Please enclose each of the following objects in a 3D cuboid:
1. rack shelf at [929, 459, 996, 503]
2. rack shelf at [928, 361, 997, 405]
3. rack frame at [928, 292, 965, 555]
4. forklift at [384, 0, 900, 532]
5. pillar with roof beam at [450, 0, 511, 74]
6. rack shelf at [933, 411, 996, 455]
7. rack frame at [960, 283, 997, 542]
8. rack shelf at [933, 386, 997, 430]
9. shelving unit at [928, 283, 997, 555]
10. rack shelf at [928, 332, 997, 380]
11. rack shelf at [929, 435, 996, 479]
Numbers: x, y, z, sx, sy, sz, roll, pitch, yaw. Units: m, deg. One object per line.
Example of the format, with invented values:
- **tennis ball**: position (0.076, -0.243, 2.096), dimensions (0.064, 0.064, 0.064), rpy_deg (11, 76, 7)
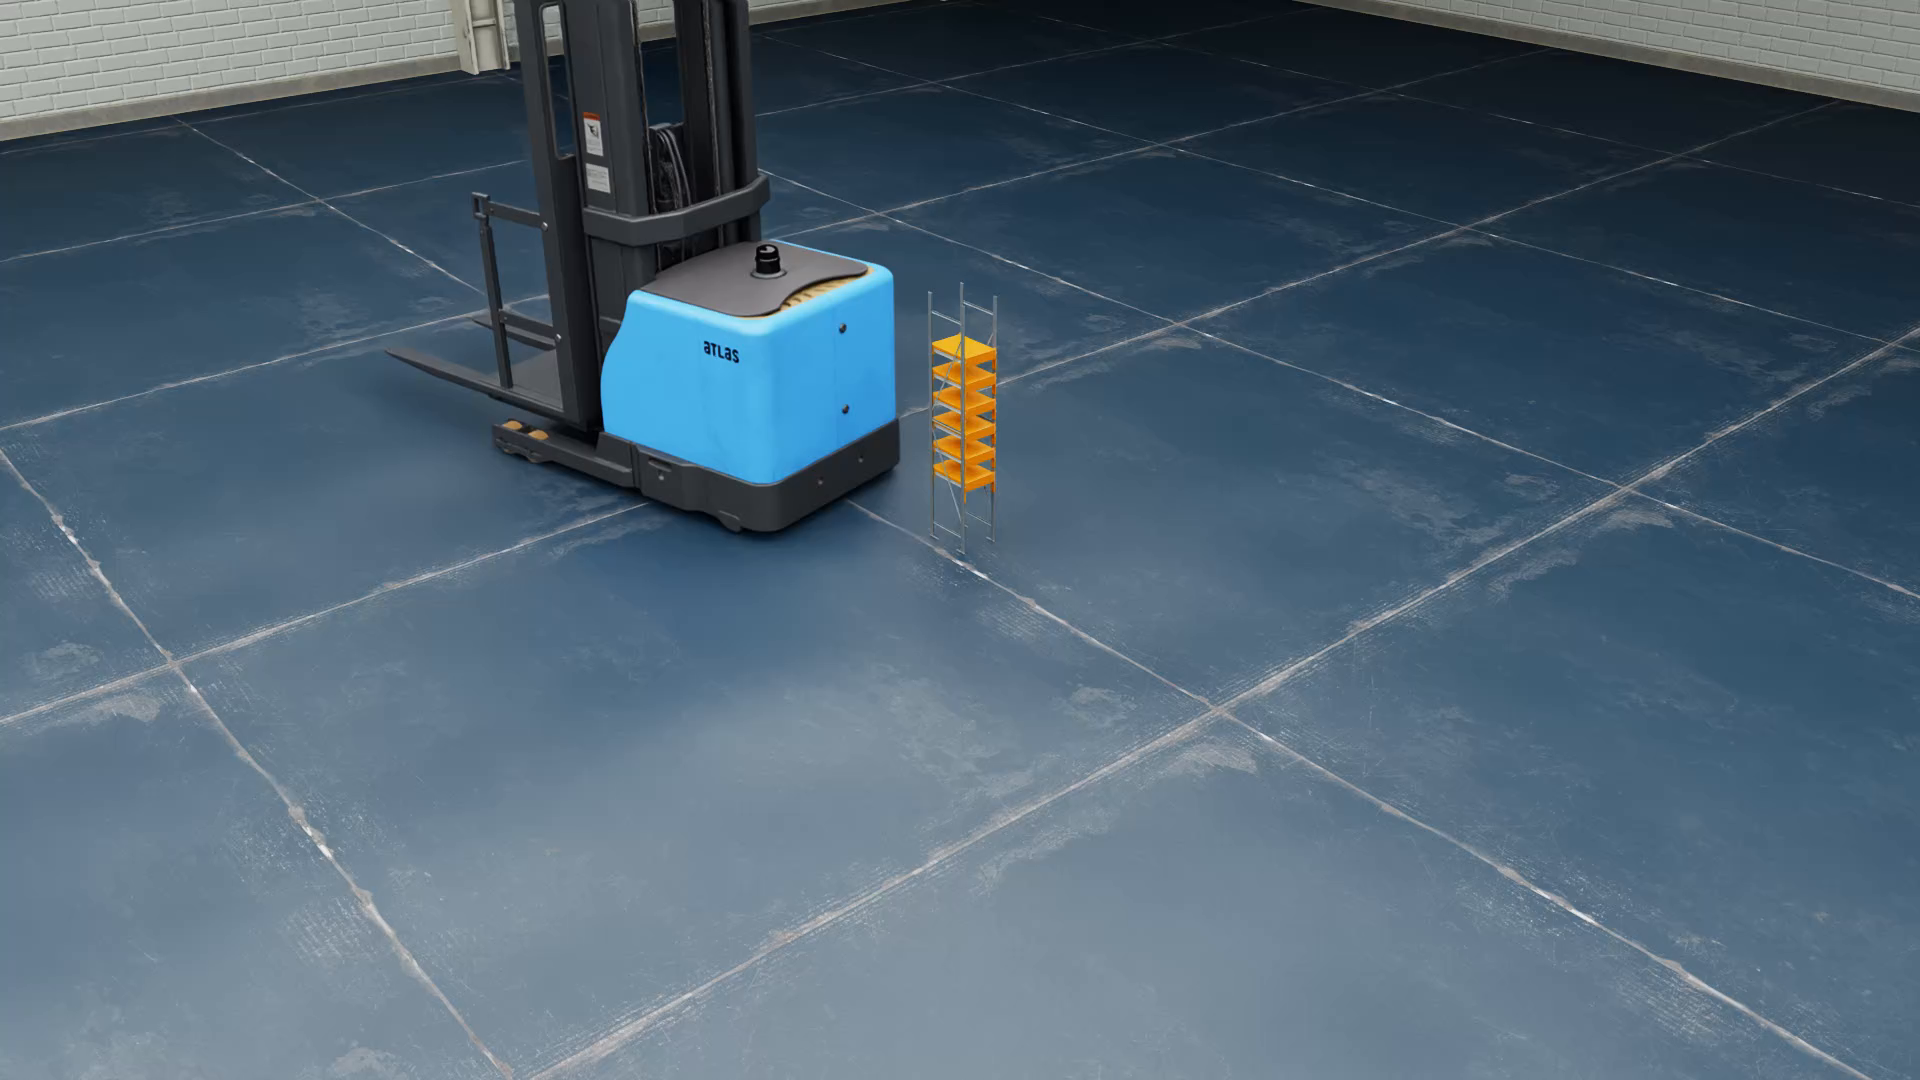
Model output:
- **rack shelf**: position (0.011, -0.283, 7.610), dimensions (0.180, 0.103, 0.258), rpy_deg (-22, 35, -35)
- **rack shelf**: position (0.011, -0.706, 7.383), dimensions (0.180, 0.103, 0.258), rpy_deg (-22, 35, -35)
- **rack frame**: position (-0.059, -0.506, 7.423), dimensions (0.006, 1.200, 0.240), rpy_deg (-22, 35, -35)
- **forklift**: position (-1.791, -1.865, 8.130), dimensions (3.031, 2.935, 1.130), rpy_deg (19, 33, 31)
- **pillar with roof beam**: position (-1.912, -7.096, 11.481), dimensions (0.400, 9.000, 9.100), rpy_deg (-22, 35, -35)
- **rack shelf**: position (0.011, -0.494, 7.496), dimensions (0.180, 0.103, 0.258), rpy_deg (-22, 35, -35)
- **rack frame**: position (0.081, -0.562, 7.528), dimensions (0.006, 1.200, 0.240), rpy_deg (-22, 35, -35)
- **rack shelf**: position (0.011, -0.600, 7.440), dimensions (0.180, 0.103, 0.258), rpy_deg (-22, 35, -35)
- **shelving unit**: position (0.011, -0.534, 7.475), dimensions (0.189, 1.200, 0.258), rpy_deg (-22, 35, -35)
- **rack shelf**: position (0.011, -0.812, 7.327), dimensions (0.180, 0.103, 0.258), rpy_deg (-22, 35, -35)
- **rack shelf**: position (0.011, -0.389, 7.553), dimensions (0.180, 0.103, 0.258), rpy_deg (-22, 35, -35)
